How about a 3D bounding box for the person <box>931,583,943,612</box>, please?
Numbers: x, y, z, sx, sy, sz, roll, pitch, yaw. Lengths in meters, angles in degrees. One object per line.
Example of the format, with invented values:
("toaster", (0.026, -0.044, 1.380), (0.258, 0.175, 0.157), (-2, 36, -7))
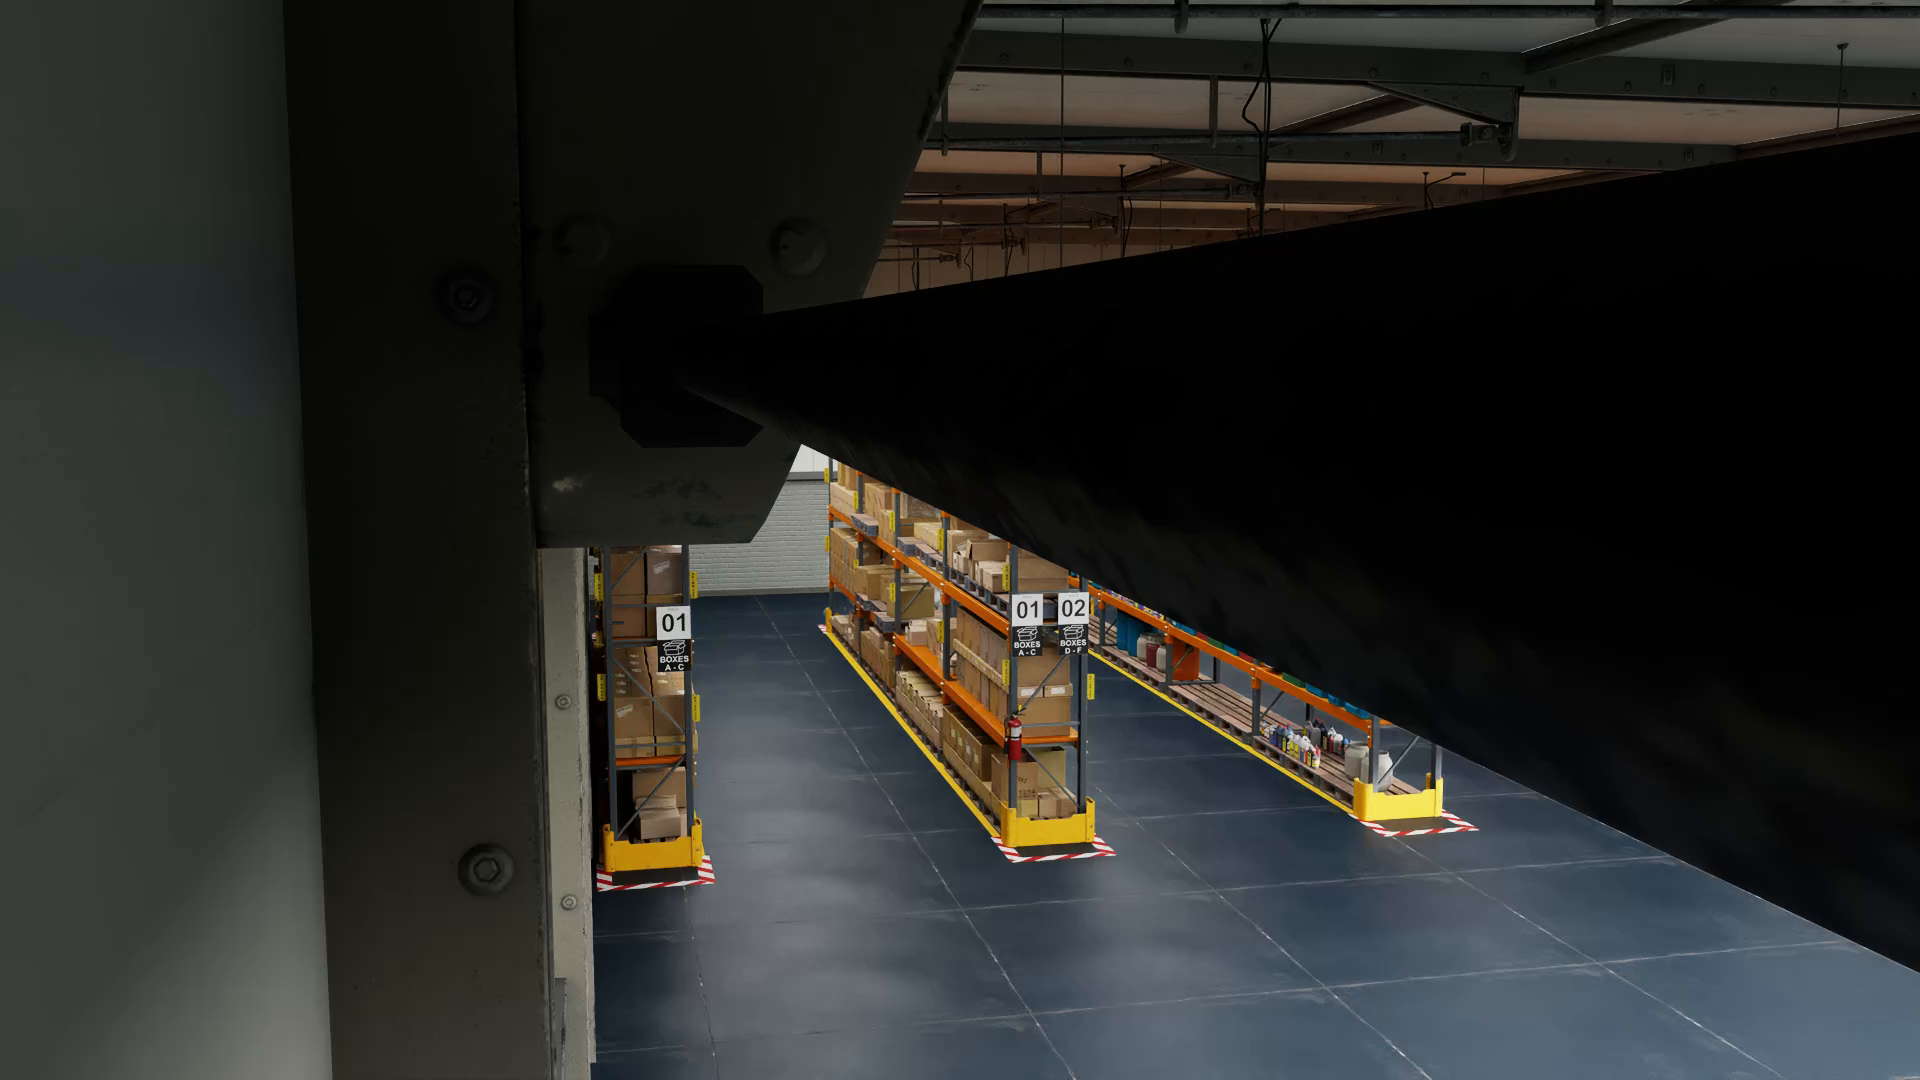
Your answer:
("person", (-0.471, 1.178, 36.266), (0.700, 1.813, 0.819), (-3, 7, -24))
